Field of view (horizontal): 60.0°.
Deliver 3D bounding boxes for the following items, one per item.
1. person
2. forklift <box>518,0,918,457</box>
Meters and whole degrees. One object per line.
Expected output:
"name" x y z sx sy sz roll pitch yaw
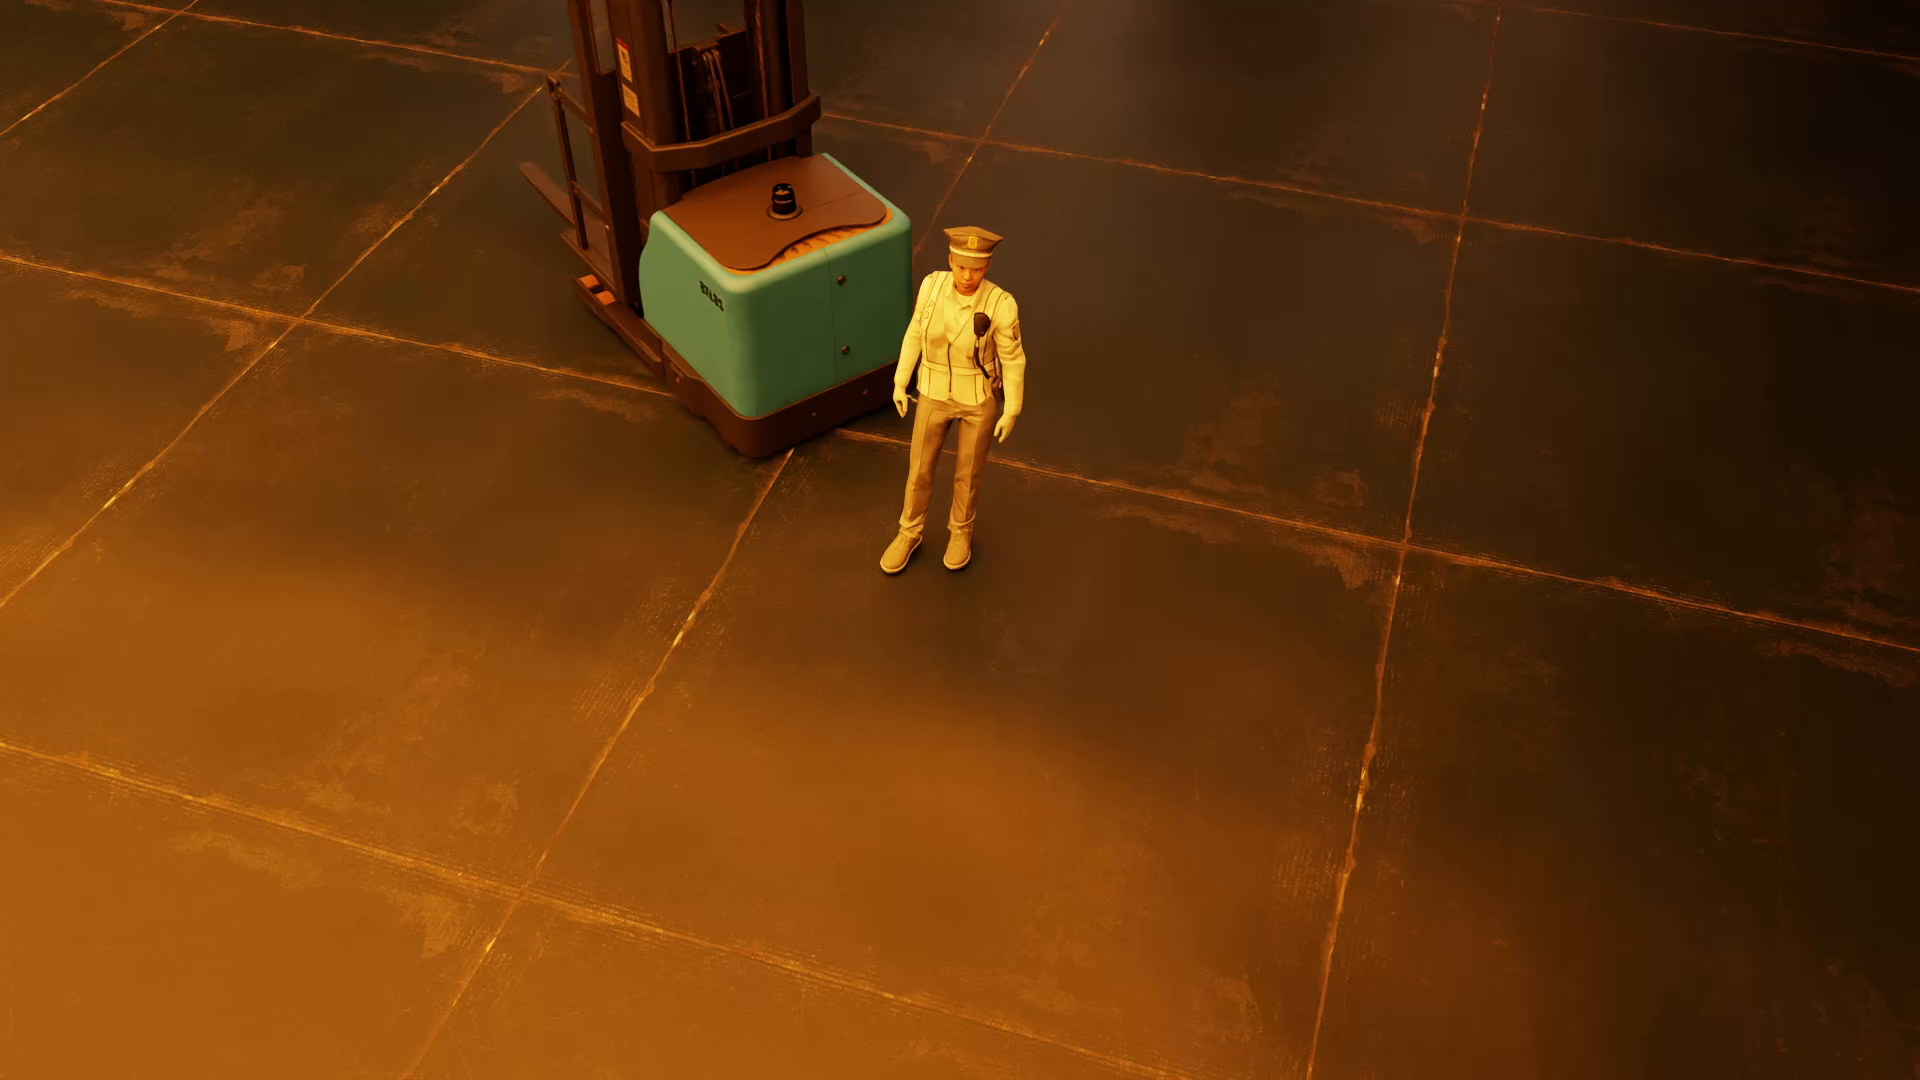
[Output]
"person" -0.027 -0.583 7.213 0.588 1.695 0.531 12 44 13
"forklift" -1.483 -2.444 8.316 1.130 2.935 3.031 -26 49 -25
